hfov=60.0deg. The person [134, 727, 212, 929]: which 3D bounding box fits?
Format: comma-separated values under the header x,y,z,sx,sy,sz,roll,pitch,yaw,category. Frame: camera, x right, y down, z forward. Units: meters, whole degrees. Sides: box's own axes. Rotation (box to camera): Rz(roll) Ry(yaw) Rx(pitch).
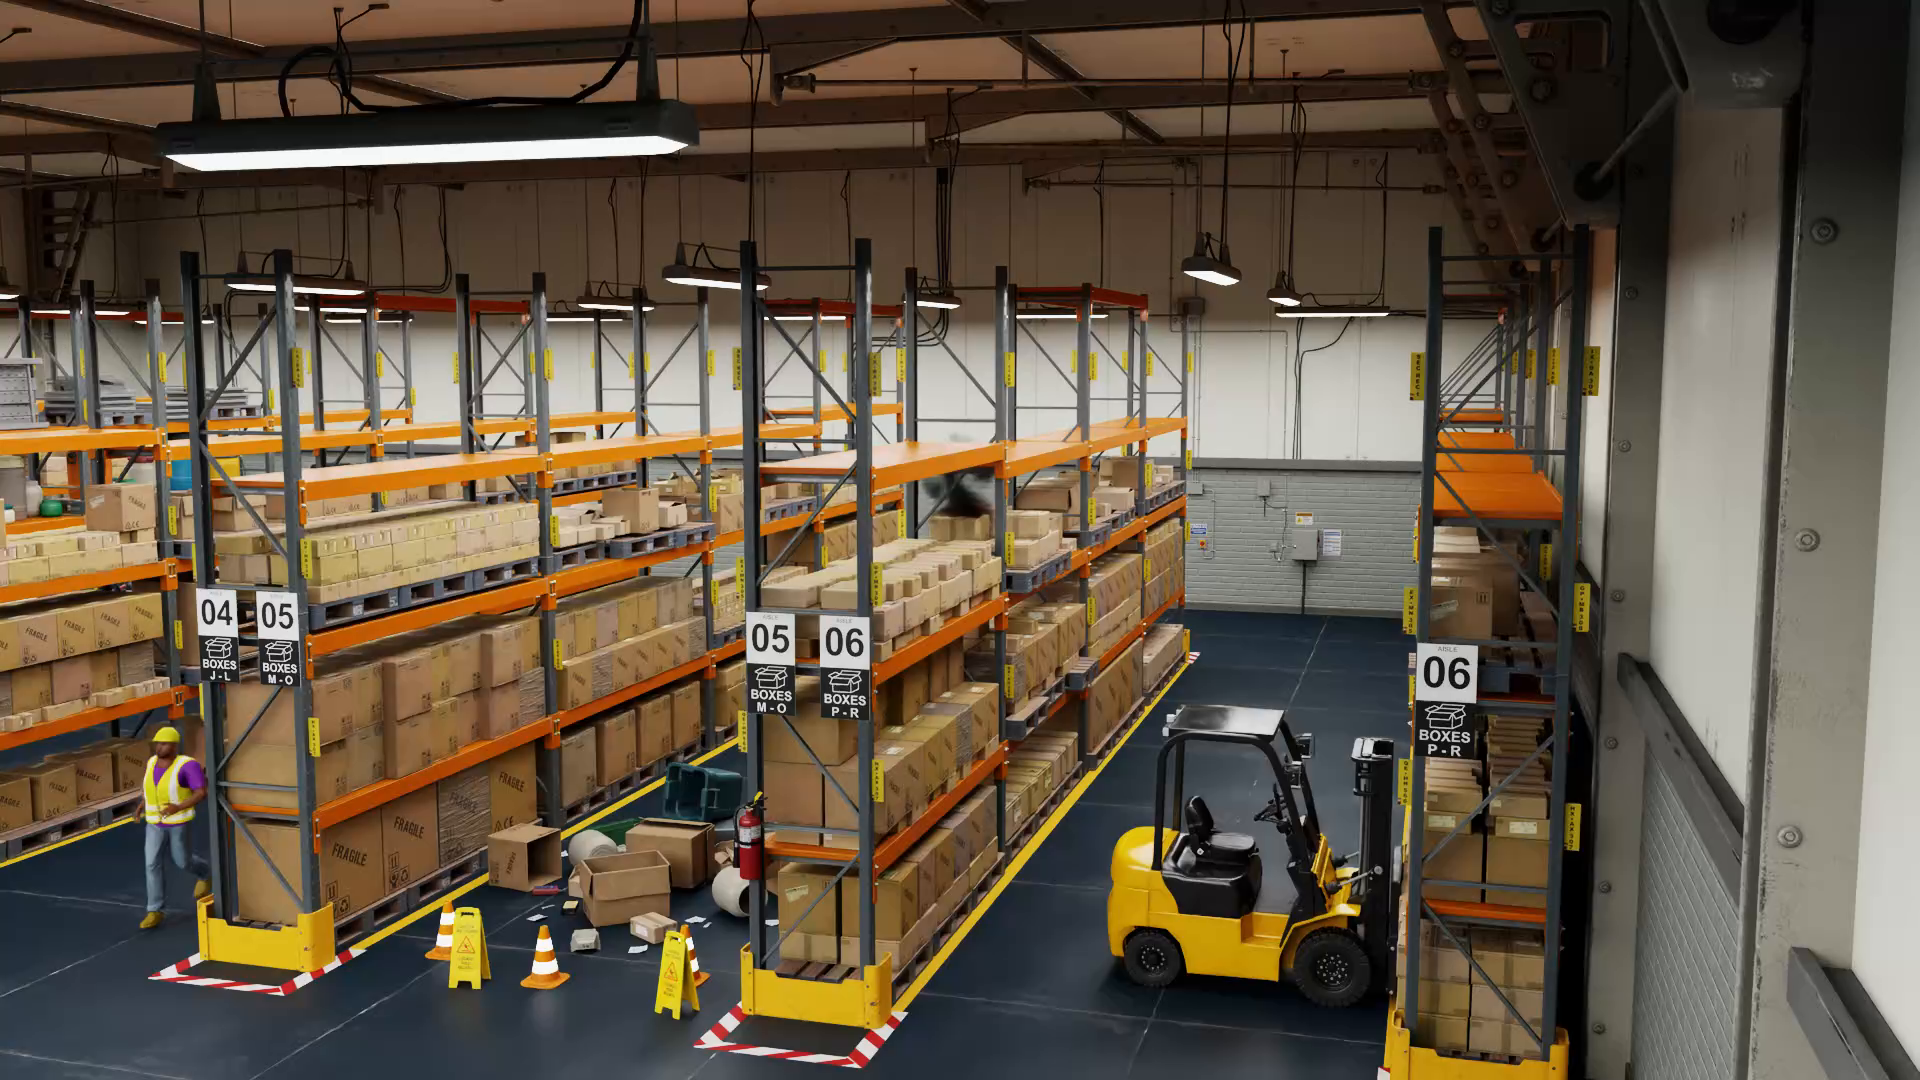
x,y,z,sx,sy,sz,roll,pitch,yaw,category
-7.235,2.574,15.253,0.724,1.752,0.959,1,6,7,person
